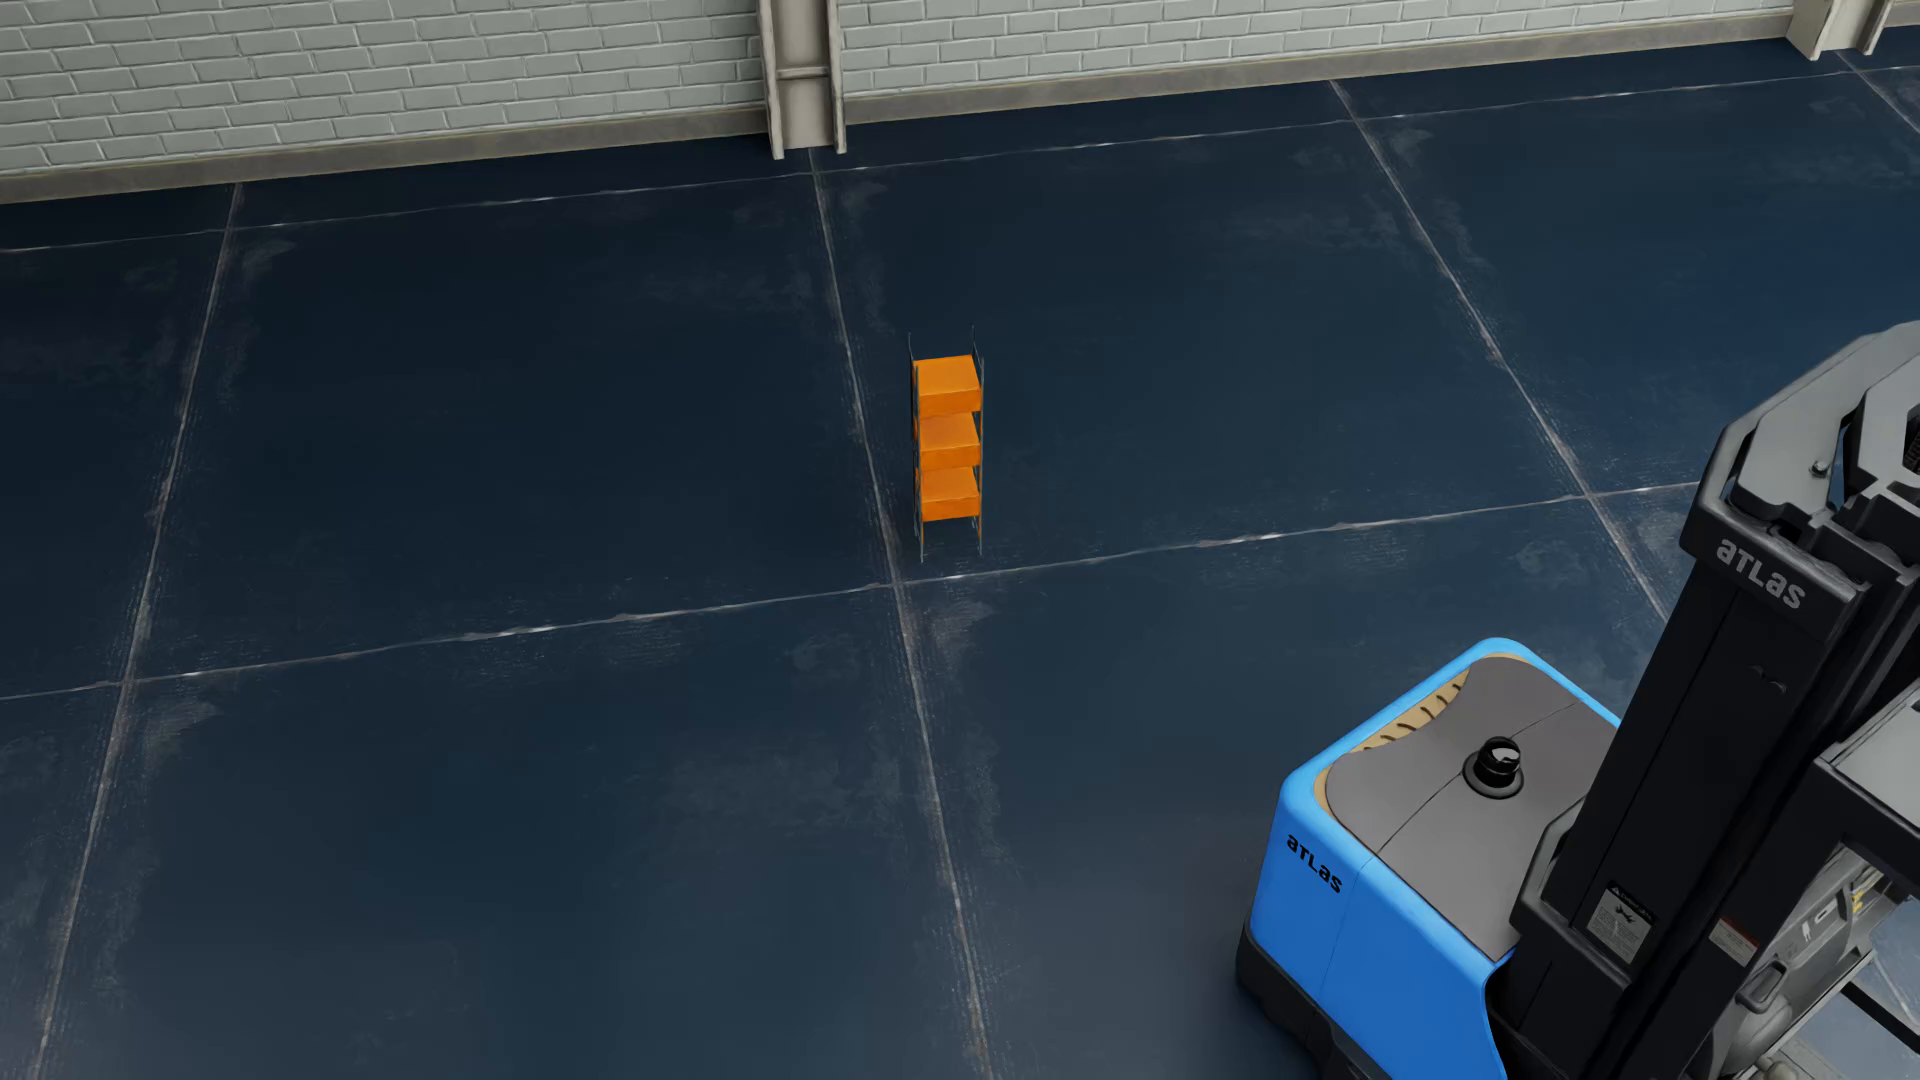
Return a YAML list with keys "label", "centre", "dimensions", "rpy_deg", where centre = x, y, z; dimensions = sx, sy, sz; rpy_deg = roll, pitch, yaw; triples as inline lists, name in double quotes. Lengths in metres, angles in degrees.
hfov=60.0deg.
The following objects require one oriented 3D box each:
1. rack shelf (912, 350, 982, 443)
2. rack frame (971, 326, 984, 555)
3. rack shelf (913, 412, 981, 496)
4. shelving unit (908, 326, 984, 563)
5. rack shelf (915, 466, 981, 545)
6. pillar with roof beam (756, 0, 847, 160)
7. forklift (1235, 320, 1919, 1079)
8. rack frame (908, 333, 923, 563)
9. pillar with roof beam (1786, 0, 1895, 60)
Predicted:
- label: "rack shelf"
  centre: [-0.053, -0.547, 6.362]
  dimensions: [0.240, 0.259, 0.215]
  rpy_deg: [-7, 46, -7]
- label: "rack frame"
  centre: [0.067, -0.373, 6.573]
  dimensions: [0.008, 1.050, 0.200]
  rpy_deg: [-7, 46, -7]
- label: "rack shelf"
  centre: [-0.053, -0.350, 6.566]
  dimensions: [0.240, 0.259, 0.215]
  rpy_deg: [-7, 46, -7]
- label: "shelving unit"
  centre: [-0.053, -0.358, 6.559]
  dimensions: [0.252, 1.050, 0.215]
  rpy_deg: [-7, 46, -7]
- label: "rack shelf"
  centre: [-0.053, -0.158, 6.767]
  dimensions: [0.240, 0.259, 0.215]
  rpy_deg: [-7, 46, -7]
- label: "pillar with roof beam"
  centre: [-0.097, -2.238, 2.850]
  dimensions: [0.400, 9.000, 9.100]
  rpy_deg: [-7, 46, -7]
- label: "forklift"
  centre: [2.202, 1.061, 3.885]
  dimensions: [1.130, 2.935, 3.031]
  rpy_deg: [-29, 53, -25]
- label: "rack frame"
  centre: [-0.173, -0.343, 6.544]
  dimensions: [0.008, 1.050, 0.200]
  rpy_deg: [-7, 46, -7]
- label: "pillar with roof beam"
  centre: [5.815, -2.974, 3.560]
  dimensions: [0.400, 9.000, 9.100]
  rpy_deg: [-7, 46, -7]
